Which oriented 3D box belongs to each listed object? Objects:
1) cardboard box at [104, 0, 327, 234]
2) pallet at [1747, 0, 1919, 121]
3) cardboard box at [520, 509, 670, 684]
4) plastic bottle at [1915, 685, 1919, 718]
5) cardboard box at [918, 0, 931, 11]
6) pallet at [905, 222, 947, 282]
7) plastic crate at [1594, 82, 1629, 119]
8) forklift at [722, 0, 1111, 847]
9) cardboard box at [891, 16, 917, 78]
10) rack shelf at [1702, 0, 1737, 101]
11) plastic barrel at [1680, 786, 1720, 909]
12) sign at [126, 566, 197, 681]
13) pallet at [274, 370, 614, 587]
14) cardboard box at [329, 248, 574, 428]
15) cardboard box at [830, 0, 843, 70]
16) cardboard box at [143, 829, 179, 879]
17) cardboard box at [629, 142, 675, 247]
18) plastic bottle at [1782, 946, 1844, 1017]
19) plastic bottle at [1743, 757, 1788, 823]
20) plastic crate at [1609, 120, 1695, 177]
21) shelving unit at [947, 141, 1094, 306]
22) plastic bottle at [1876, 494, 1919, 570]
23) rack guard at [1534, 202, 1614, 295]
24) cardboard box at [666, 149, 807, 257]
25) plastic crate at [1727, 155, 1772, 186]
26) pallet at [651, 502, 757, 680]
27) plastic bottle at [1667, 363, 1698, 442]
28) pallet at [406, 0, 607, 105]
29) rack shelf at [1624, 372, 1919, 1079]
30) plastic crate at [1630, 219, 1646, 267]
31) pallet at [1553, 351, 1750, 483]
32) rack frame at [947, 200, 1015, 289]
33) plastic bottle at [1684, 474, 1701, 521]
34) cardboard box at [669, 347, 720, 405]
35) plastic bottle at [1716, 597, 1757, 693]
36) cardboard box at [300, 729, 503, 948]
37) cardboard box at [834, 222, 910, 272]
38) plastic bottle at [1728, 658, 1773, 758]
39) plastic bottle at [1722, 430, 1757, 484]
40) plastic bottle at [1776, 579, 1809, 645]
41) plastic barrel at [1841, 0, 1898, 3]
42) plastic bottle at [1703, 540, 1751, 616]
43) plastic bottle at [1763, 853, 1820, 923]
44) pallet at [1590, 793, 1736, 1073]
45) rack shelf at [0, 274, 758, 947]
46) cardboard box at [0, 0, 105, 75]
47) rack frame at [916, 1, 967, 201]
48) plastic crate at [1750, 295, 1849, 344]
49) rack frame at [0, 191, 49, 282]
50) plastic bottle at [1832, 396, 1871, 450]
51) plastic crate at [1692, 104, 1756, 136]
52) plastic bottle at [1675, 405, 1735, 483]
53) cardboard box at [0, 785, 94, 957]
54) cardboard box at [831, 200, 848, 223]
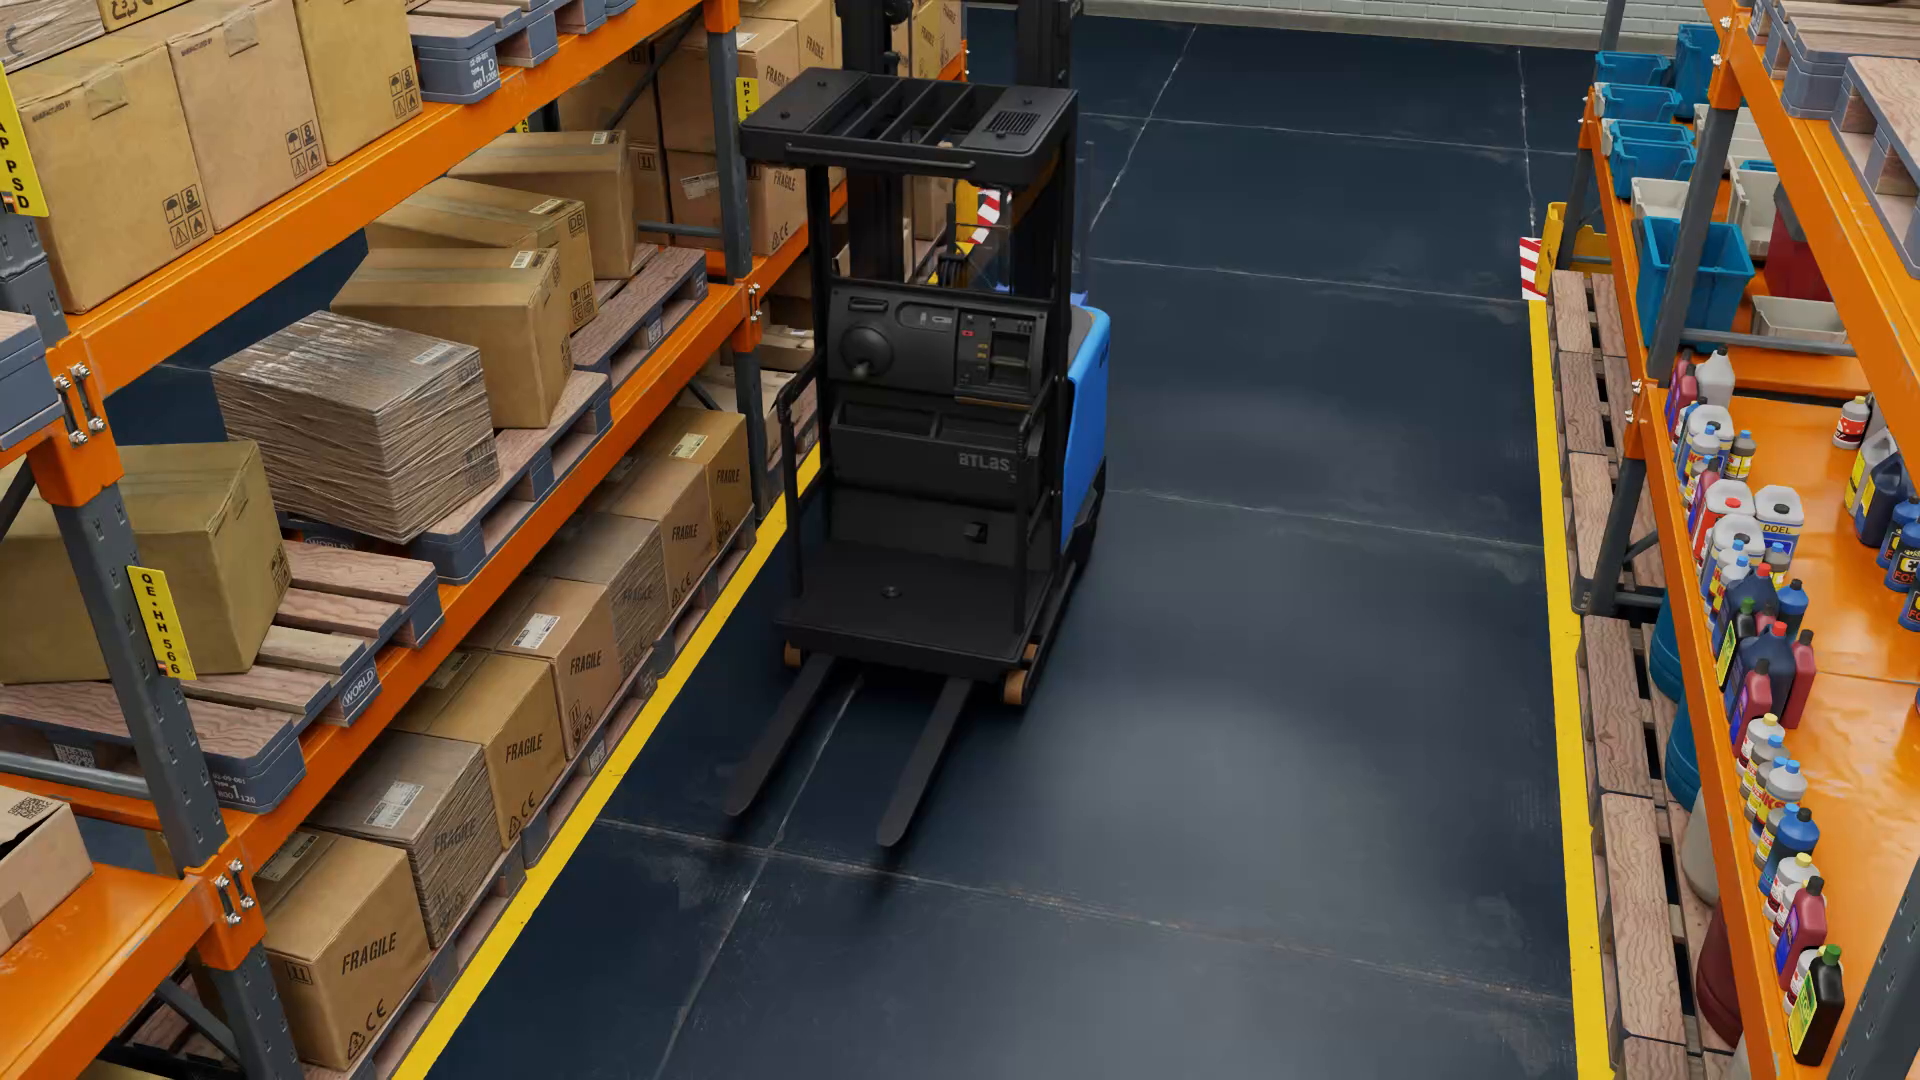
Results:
[{"bbox_3d":[-2.274,-1.183,4.426,0.910,0.500,0.500,8,33,12],"label":"cardboard box"},{"bbox_3d":[3.220,-1.545,5.264,1.213,0.211,1.003,8,33,12],"label":"pallet"},{"bbox_3d":[-1.575,0.225,7.020,0.500,0.500,0.500,8,33,13],"label":"cardboard box"},{"bbox_3d":[2.947,0.384,4.895,0.144,0.351,0.185,8,33,12],"label":"plastic bottle"},{"bbox_3d":[-0.425,-3.464,9.878,0.500,0.500,0.500,9,34,14],"label":"cardboard box"},{"bbox_3d":[-0.672,-1.901,11.043,1.003,0.211,1.213,8,33,12],"label":"pallet"},{"bbox_3d":[3.797,-2.530,9.624,0.250,0.136,0.298,8,33,12],"label":"plastic crate"},{"bbox_3d":[-0.156,-0.759,6.711,1.130,2.935,3.031,9,33,13],"label":"forklift"},{"bbox_3d":[-0.561,-2.776,9.727,0.500,0.500,0.500,8,33,13],"label":"cardboard box"},{"bbox_3d":[3.832,-2.779,7.700,1.077,0.370,4.000,8,33,12],"label":"rack shelf"},{"bbox_3d":[2.760,1.022,5.774,0.421,0.512,0.421,0,32,0],"label":"plastic barrel"},{"bbox_3d":[-1.943,0.206,4.051,0.100,0.325,0.005,8,33,12],"label":"sign"},{"bbox_3d":[-1.992,-0.308,6.118,1.003,0.211,1.213,8,33,12],"label":"pallet"},{"bbox_3d":[-1.855,-0.749,6.148,0.700,0.500,0.500,0,32,0],"label":"cardboard box"},{"bbox_3d":[-0.813,-2.660,8.613,0.500,0.500,0.500,7,33,11],"label":"cardboard box"},{"bbox_3d":[-2.471,0.973,5.844,0.500,0.500,0.500,9,34,14],"label":"cardboard box"},{"bbox_3d":[-1.587,-1.792,8.179,0.500,0.500,0.500,9,33,13],"label":"cardboard box"},{"bbox_3d":[2.046,1.055,3.979,0.097,0.201,0.097,0,32,0],"label":"plastic bottle"},{"bbox_3d":[2.228,0.683,4.565,0.097,0.201,0.097,0,32,0],"label":"plastic bottle"},{"bbox_3d":[3.624,-2.043,8.767,0.416,0.233,0.300,8,33,12],"label":"plastic crate"},{"bbox_3d":[0.321,-1.227,8.783,0.538,1.500,1.048,9,33,13],"label":"shelving unit"},{"bbox_3d":[3.191,-0.032,5.624,0.097,0.271,0.097,0,32,0],"label":"plastic bottle"},{"bbox_3d":[4.333,-1.814,10.637,1.175,0.500,0.348,8,33,12],"label":"rack guard"},{"bbox_3d":[-1.073,-1.725,8.074,0.500,0.500,0.500,9,34,14],"label":"cardboard box"},{"bbox_3d":[4.116,-1.868,8.583,0.298,0.136,0.250,8,33,12],"label":"plastic crate"},{"bbox_3d":[-1.636,0.149,7.819,1.003,0.211,1.213,8,33,12],"label":"pallet"},{"bbox_3d":[2.785,-0.528,6.393,0.061,0.283,0.133,8,33,12],"label":"plastic bottle"},{"bbox_3d":[-1.960,-1.774,5.624,1.213,0.211,1.003,8,33,12],"label":"pallet"},{"bbox_3d":[2.817,0.563,5.239,1.077,0.370,4.000,8,33,12],"label":"rack shelf"},{"bbox_3d":[3.348,-1.305,7.708,0.437,0.125,0.590,8,33,12],"label":"plastic crate"},{"bbox_3d":[3.781,-0.624,9.035,1.003,0.211,1.213,8,33,12],"label":"pallet"},{"bbox_3d":[0.182,-0.965,8.370,0.500,1.500,0.032,9,33,13],"label":"rack frame"},{"bbox_3d":[2.640,-0.159,5.890,0.097,0.201,0.097,0,32,0],"label":"plastic bottle"},{"bbox_3d":[-1.596,-0.920,8.821,0.500,0.500,0.500,8,33,12],"label":"cardboard box"},{"bbox_3d":[2.370,0.320,5.060,0.061,0.283,0.133,8,33,12],"label":"plastic bottle"},{"bbox_3d":[-1.962,1.020,5.769,0.500,0.500,0.500,7,33,11],"label":"cardboard box"},{"bbox_3d":[-0.621,-1.751,10.362,0.500,0.250,0.500,8,33,12],"label":"cardboard box"},{"bbox_3d":[2.289,0.485,4.800,0.061,0.283,0.133,8,33,12],"label":"plastic bottle"},{"bbox_3d":[2.871,-0.309,6.126,0.097,0.201,0.097,0,32,0],"label":"plastic bottle"},{"bbox_3d":[2.579,0.242,5.194,0.097,0.271,0.097,0,32,0],"label":"plastic bottle"},{"bbox_3d":[2.948,-2.040,5.349,0.433,0.535,0.433,0,32,0],"label":"plastic barrel"},{"bbox_3d":[2.489,0.121,5.383,0.097,0.271,0.097,0,32,0],"label":"plastic bottle"},{"bbox_3d":[2.129,0.885,4.247,0.097,0.201,0.097,0,32,0],"label":"plastic bottle"},{"bbox_3d":[2.780,1.428,5.807,1.003,0.211,1.213,8,33,12],"label":"pallet"},{"bbox_3d":[-1.974,-0.114,6.303,1.077,0.370,4.000,8,33,12],"label":"rack shelf"},{"bbox_3d":[-2.364,-1.335,3.733,0.500,0.500,0.500,8,33,12],"label":"cardboard box"},{"bbox_3d":[-0.451,-3.531,11.008,1.000,3.000,0.127,8,33,12],"label":"rack frame"},{"bbox_3d":[3.581,-0.915,7.083,0.396,0.136,0.243,8,33,12],"label":"plastic crate"},{"bbox_3d":[-2.481,-1.911,2.868,1.000,3.000,0.127,8,33,12],"label":"rack frame"},{"bbox_3d":[3.412,-0.454,6.353,0.097,0.201,0.097,0,32,0],"label":"plastic bottle"},{"bbox_3d":[4.308,-2.321,9.294,0.396,0.136,0.243,8,33,12],"label":"plastic crate"},{"bbox_3d":[2.745,-0.348,6.117,0.152,0.276,0.135,8,33,12],"label":"plastic bottle"},{"bbox_3d":[-2.616,0.841,4.214,0.500,0.311,0.500,10,34,15],"label":"cardboard box"},{"bbox_3d":[-0.990,-2.053,10.836,0.500,0.250,0.500,8,33,12],"label":"cardboard box"}]
